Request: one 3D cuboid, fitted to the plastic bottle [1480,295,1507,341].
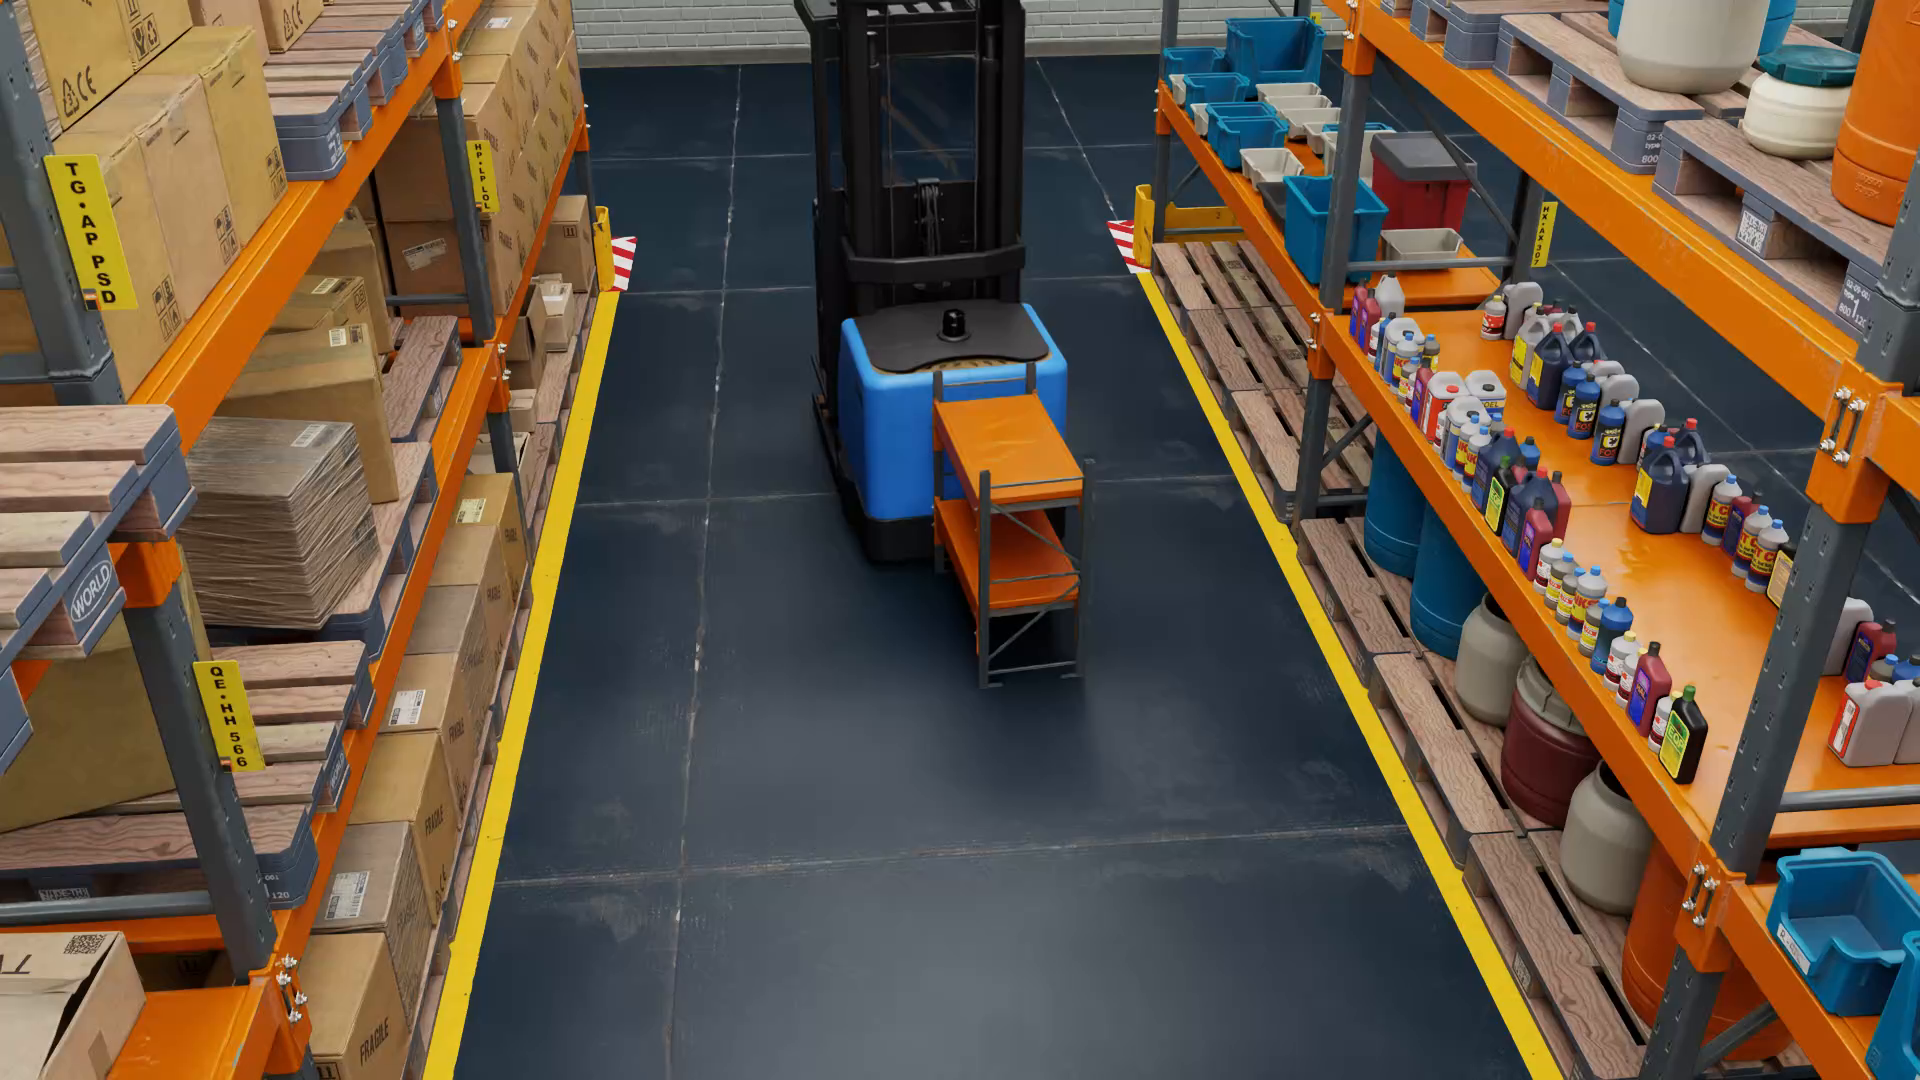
[{"bbox_3d":[2.493,-1.041,7.761,0.097,0.201,0.097,0,31,0],"label":"plastic bottle"}]

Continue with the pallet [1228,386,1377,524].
[{"bbox_3d":[2.150,-0.504,9.387,1.003,0.211,1.213,-3,31,-5],"label":"pallet"}]

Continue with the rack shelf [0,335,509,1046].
[{"bbox_3d":[-2.488,0.238,6.128,1.077,0.370,4.000,-3,31,-5],"label":"rack shelf"}]

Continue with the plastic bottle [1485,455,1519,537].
[{"bbox_3d":[2.032,-0.167,6.218,0.061,0.283,0.133,-3,31,-5],"label":"plastic bottle"}]

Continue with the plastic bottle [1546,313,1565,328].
[{"bbox_3d":[2.650,-0.902,7.455,0.152,0.276,0.135,-3,31,-5],"label":"plastic bottle"}]

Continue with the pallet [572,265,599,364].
[{"bbox_3d":[-2.966,-1.491,11.040,1.003,0.211,1.213,-3,31,-5],"label":"pallet"}]

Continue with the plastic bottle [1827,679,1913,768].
[{"bbox_3d":[2.761,0.539,5.043,0.152,0.276,0.135,-3,31,-5],"label":"plastic bottle"}]

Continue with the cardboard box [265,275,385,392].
[{"bbox_3d":[-2.726,-0.714,6.514,0.700,0.500,0.500,2,31,3],"label":"cardboard box"}]

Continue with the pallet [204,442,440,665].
[{"bbox_3d":[-2.488,0.040,5.945,1.003,0.211,1.213,-3,31,-5],"label":"pallet"}]

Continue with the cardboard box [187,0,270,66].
[{"bbox_3d":[-2.574,-1.704,5.148,0.600,0.600,0.600,-4,31,-7],"label":"cardboard box"}]

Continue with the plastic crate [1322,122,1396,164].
[{"bbox_3d":[2.330,-2.287,9.759,0.416,0.233,0.300,-3,31,-5],"label":"plastic crate"}]

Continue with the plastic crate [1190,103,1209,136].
[{"bbox_3d":[1.589,-2.626,10.420,0.250,0.136,0.298,-3,31,-5],"label":"plastic crate"}]

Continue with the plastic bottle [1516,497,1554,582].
[{"bbox_3d":[2.061,-0.004,5.946,0.061,0.283,0.133,-3,31,-5],"label":"plastic bottle"}]

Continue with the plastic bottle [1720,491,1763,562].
[{"bbox_3d":[2.849,-0.063,6.045,0.061,0.283,0.133,-3,31,-5],"label":"plastic bottle"}]

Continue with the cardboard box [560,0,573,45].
[{"bbox_3d":[-2.734,-3.392,10.431,0.500,0.500,0.500,-3,31,-5],"label":"cardboard box"}]

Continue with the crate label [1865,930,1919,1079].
[{"bbox_3d":[2.454,1.220,3.748,0.502,0.435,0.616,-3,31,-5],"label":"crate label"}]

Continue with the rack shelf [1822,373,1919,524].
[{"bbox_3d":[2.817,0.757,2.334,1.077,0.370,4.000,-3,31,-5],"label":"rack shelf"}]

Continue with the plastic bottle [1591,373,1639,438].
[{"bbox_3d":[2.709,-0.575,6.909,0.152,0.276,0.135,-3,31,-5],"label":"plastic bottle"}]

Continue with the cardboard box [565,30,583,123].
[{"bbox_3d":[-2.736,-2.961,10.685,0.500,0.500,0.500,-2,31,-3],"label":"cardboard box"}]

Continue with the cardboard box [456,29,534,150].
[{"bbox_3d":[-2.535,-2.344,8.676,0.500,0.500,0.500,-4,31,-6],"label":"cardboard box"}]

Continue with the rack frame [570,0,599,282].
[{"bbox_3d":[-3.049,-3.134,11.072,1.000,3.000,0.127,-3,31,-5],"label":"rack frame"}]

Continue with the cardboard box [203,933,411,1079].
[{"bbox_3d":[-2.059,1.589,5.174,0.500,0.500,0.500,-1,31,-2],"label":"cardboard box"}]

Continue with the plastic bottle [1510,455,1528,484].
[{"bbox_3d":[2.092,-0.170,6.223,0.061,0.283,0.133,-3,31,-5],"label":"plastic bottle"}]

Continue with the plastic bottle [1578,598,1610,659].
[{"bbox_3d":[2.127,0.288,5.537,0.097,0.201,0.097,0,31,0],"label":"plastic bottle"}]

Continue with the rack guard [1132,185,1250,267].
[{"bbox_3d":[1.868,-2.308,12.126,1.175,0.500,0.348,-3,31,-5],"label":"rack guard"}]

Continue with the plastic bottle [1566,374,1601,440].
[{"bbox_3d":[2.587,-0.558,6.885,0.097,0.271,0.097,0,31,0],"label":"plastic bottle"}]

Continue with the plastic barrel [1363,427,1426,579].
[{"bbox_3d":[2.291,-0.328,8.011,0.600,0.901,0.708,-3,31,-5],"label":"plastic barrel"}]

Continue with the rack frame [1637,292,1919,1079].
[{"bbox_3d":[2.631,0.715,4.628,1.000,3.000,0.127,-3,31,-5],"label":"rack frame"}]

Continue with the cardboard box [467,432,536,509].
[{"bbox_3d":[-2.499,-0.351,8.605,0.500,0.311,0.500,-3,31,-5],"label":"cardboard box"}]

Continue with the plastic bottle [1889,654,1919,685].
[{"bbox_3d":[2.928,0.473,5.158,0.097,0.271,0.097,0,31,0],"label":"plastic bottle"}]

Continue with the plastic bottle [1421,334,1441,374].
[{"bbox_3d":[2.077,-0.816,7.385,0.097,0.201,0.097,0,31,0],"label":"plastic bottle"}]

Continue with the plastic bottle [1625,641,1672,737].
[{"bbox_3d":[2.146,0.461,5.166,0.061,0.283,0.133,-3,31,-5],"label":"plastic bottle"}]

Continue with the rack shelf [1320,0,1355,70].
[{"bbox_3d":[2.070,-3.327,9.172,1.077,0.370,4.000,-3,31,-5],"label":"rack shelf"}]

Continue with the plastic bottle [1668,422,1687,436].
[{"bbox_3d":[2.798,-0.344,6.515,0.061,0.283,0.133,-3,31,-5],"label":"plastic bottle"}]

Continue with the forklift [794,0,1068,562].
[{"bbox_3d":[-0.263,-1.892,9.059,1.130,2.935,3.031,-6,31,-10],"label":"forklift"}]

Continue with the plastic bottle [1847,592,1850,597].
[{"bbox_3d":[2.902,0.222,5.567,0.061,0.283,0.133,-3,31,-5],"label":"plastic bottle"}]

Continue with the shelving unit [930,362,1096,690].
[{"bbox_3d":[0.224,-0.086,7.797,0.538,1.125,1.048,-6,31,-10],"label":"shelving unit"}]

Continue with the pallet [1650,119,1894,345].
[{"bbox_3d":[2.656,-0.887,4.569,1.003,0.211,1.213,-3,31,-5],"label":"pallet"}]

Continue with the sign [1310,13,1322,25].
[{"bbox_3d":[2.429,-3.474,11.482,0.100,0.325,0.005,-3,31,-5],"label":"sign"}]

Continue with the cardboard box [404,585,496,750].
[{"bbox_3d":[-2.259,0.540,6.930,0.500,0.500,0.500,-2,31,-4],"label":"cardboard box"}]

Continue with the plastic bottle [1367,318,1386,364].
[{"bbox_3d":[1.908,-0.908,7.539,0.097,0.201,0.097,0,31,0],"label":"plastic bottle"}]

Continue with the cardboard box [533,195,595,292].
[{"bbox_3d":[-2.753,-1.984,11.155,0.500,0.500,0.500,-3,31,-5],"label":"cardboard box"}]

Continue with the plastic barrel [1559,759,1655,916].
[{"bbox_3d":[2.426,1.070,6.050,0.421,0.512,0.421,0,31,0],"label":"plastic barrel"}]

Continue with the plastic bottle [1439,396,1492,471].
[{"bbox_3d":[2.029,-0.428,6.663,0.152,0.276,0.135,-3,31,-5],"label":"plastic bottle"}]

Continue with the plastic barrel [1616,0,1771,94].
[{"bbox_3d":[2.315,-1.709,5.219,0.433,0.535,0.433,0,31,0],"label":"plastic barrel"}]

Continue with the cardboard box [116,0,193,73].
[{"bbox_3d":[-2.431,-1.553,4.428,0.500,0.500,0.500,-3,31,-5],"label":"cardboard box"}]

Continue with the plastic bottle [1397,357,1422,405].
[{"bbox_3d":[1.948,-0.690,7.174,0.097,0.201,0.097,0,31,0],"label":"plastic bottle"}]

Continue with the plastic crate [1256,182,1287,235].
[{"bbox_3d":[1.885,-1.793,9.037,0.437,0.125,0.590,-3,31,-5],"label":"plastic crate"}]

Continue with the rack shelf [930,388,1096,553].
[{"bbox_3d":[0.224,-0.337,7.647,0.538,0.278,1.000,-6,31,-10],"label":"rack shelf"}]

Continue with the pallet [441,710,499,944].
[{"bbox_3d":[-2.444,1.143,6.630,1.003,0.211,1.213,-3,31,-5],"label":"pallet"}]

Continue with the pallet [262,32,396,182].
[{"bbox_3d":[-2.584,-1.433,5.482,1.213,0.211,1.003,-3,31,-5],"label":"pallet"}]

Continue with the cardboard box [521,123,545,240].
[{"bbox_3d":[-2.547,-1.925,8.950,0.500,0.500,0.500,-3,31,-5],"label":"cardboard box"}]

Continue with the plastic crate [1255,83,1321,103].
[{"bbox_3d":[2.140,-2.874,10.836,0.396,0.136,0.243,-3,31,-5],"label":"plastic crate"}]
